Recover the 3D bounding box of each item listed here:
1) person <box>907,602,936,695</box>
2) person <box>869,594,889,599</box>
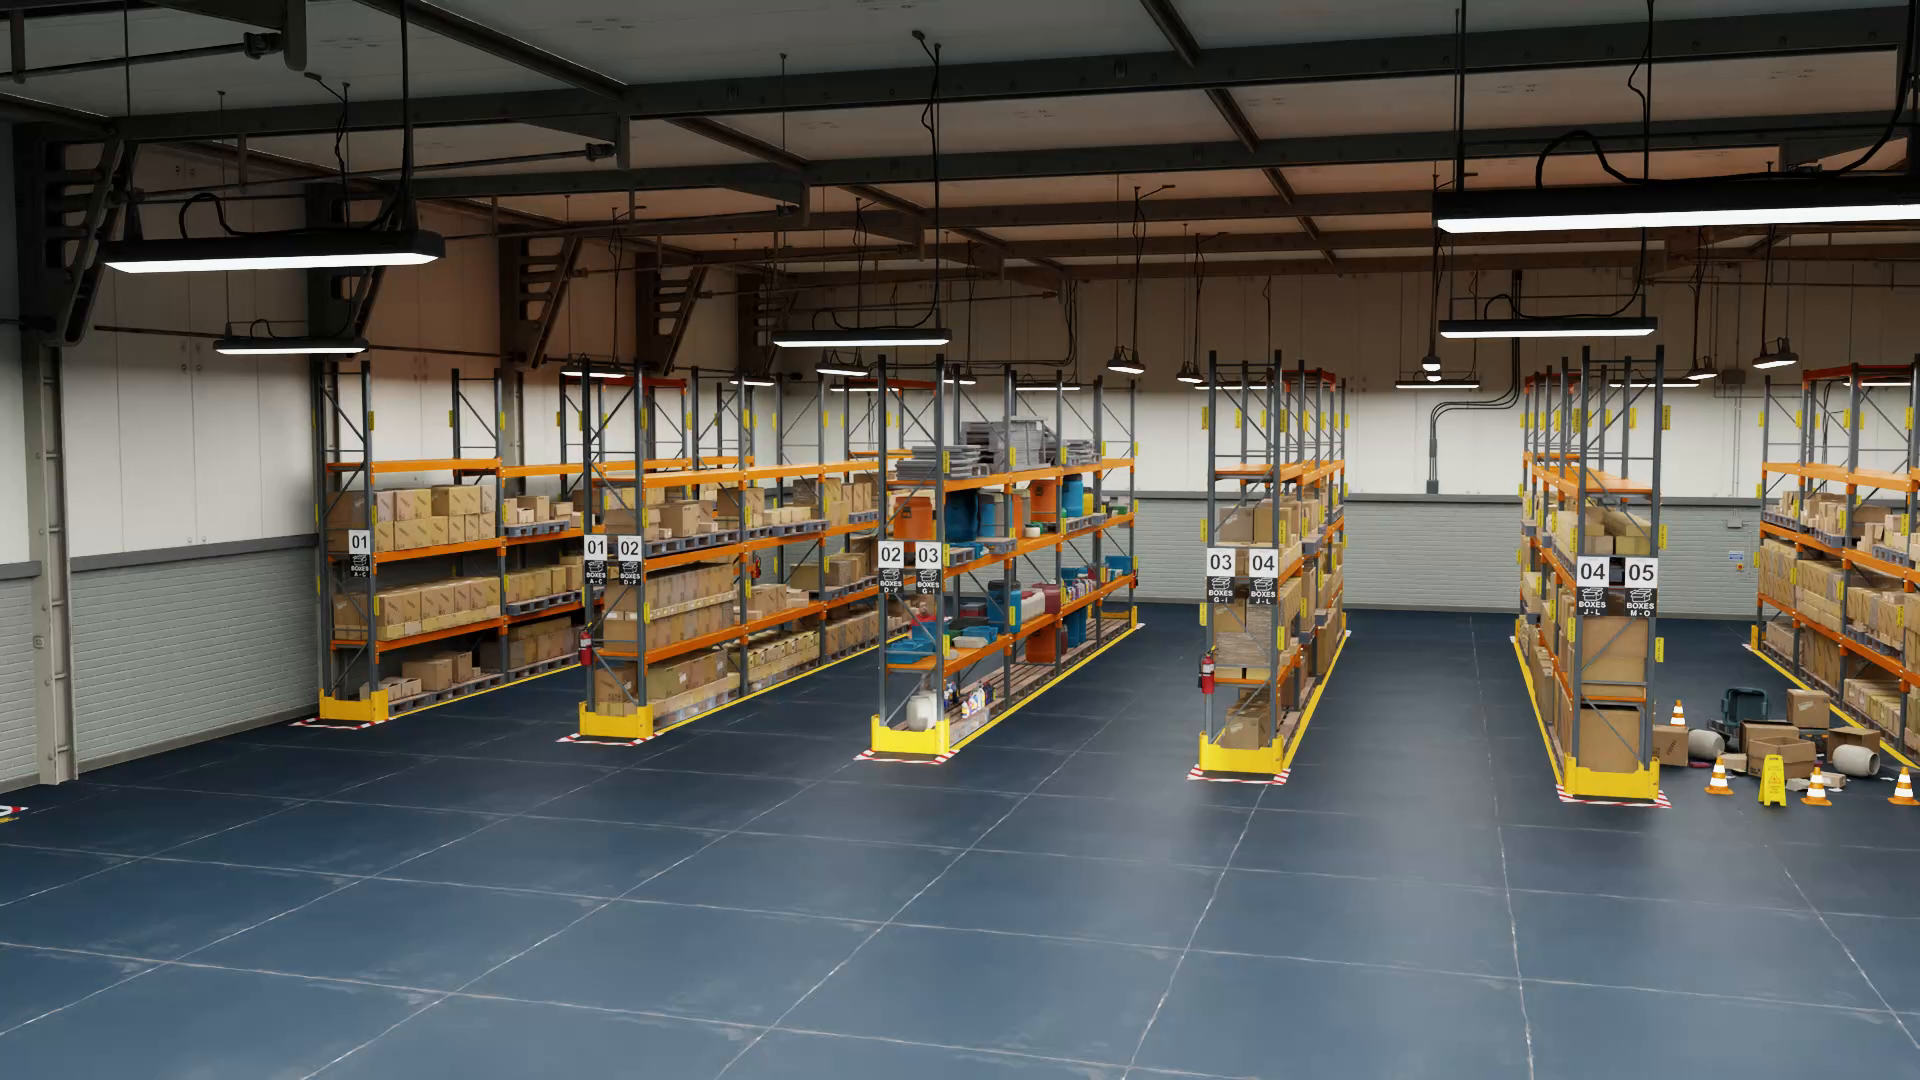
[{"bbox_3d":[-0.702,1.971,30.469,0.532,1.666,0.990,2,4,21],"label":"person"},{"bbox_3d":[-2.281,0.785,46.677,0.614,1.749,0.546,2,5,27],"label":"person"}]
